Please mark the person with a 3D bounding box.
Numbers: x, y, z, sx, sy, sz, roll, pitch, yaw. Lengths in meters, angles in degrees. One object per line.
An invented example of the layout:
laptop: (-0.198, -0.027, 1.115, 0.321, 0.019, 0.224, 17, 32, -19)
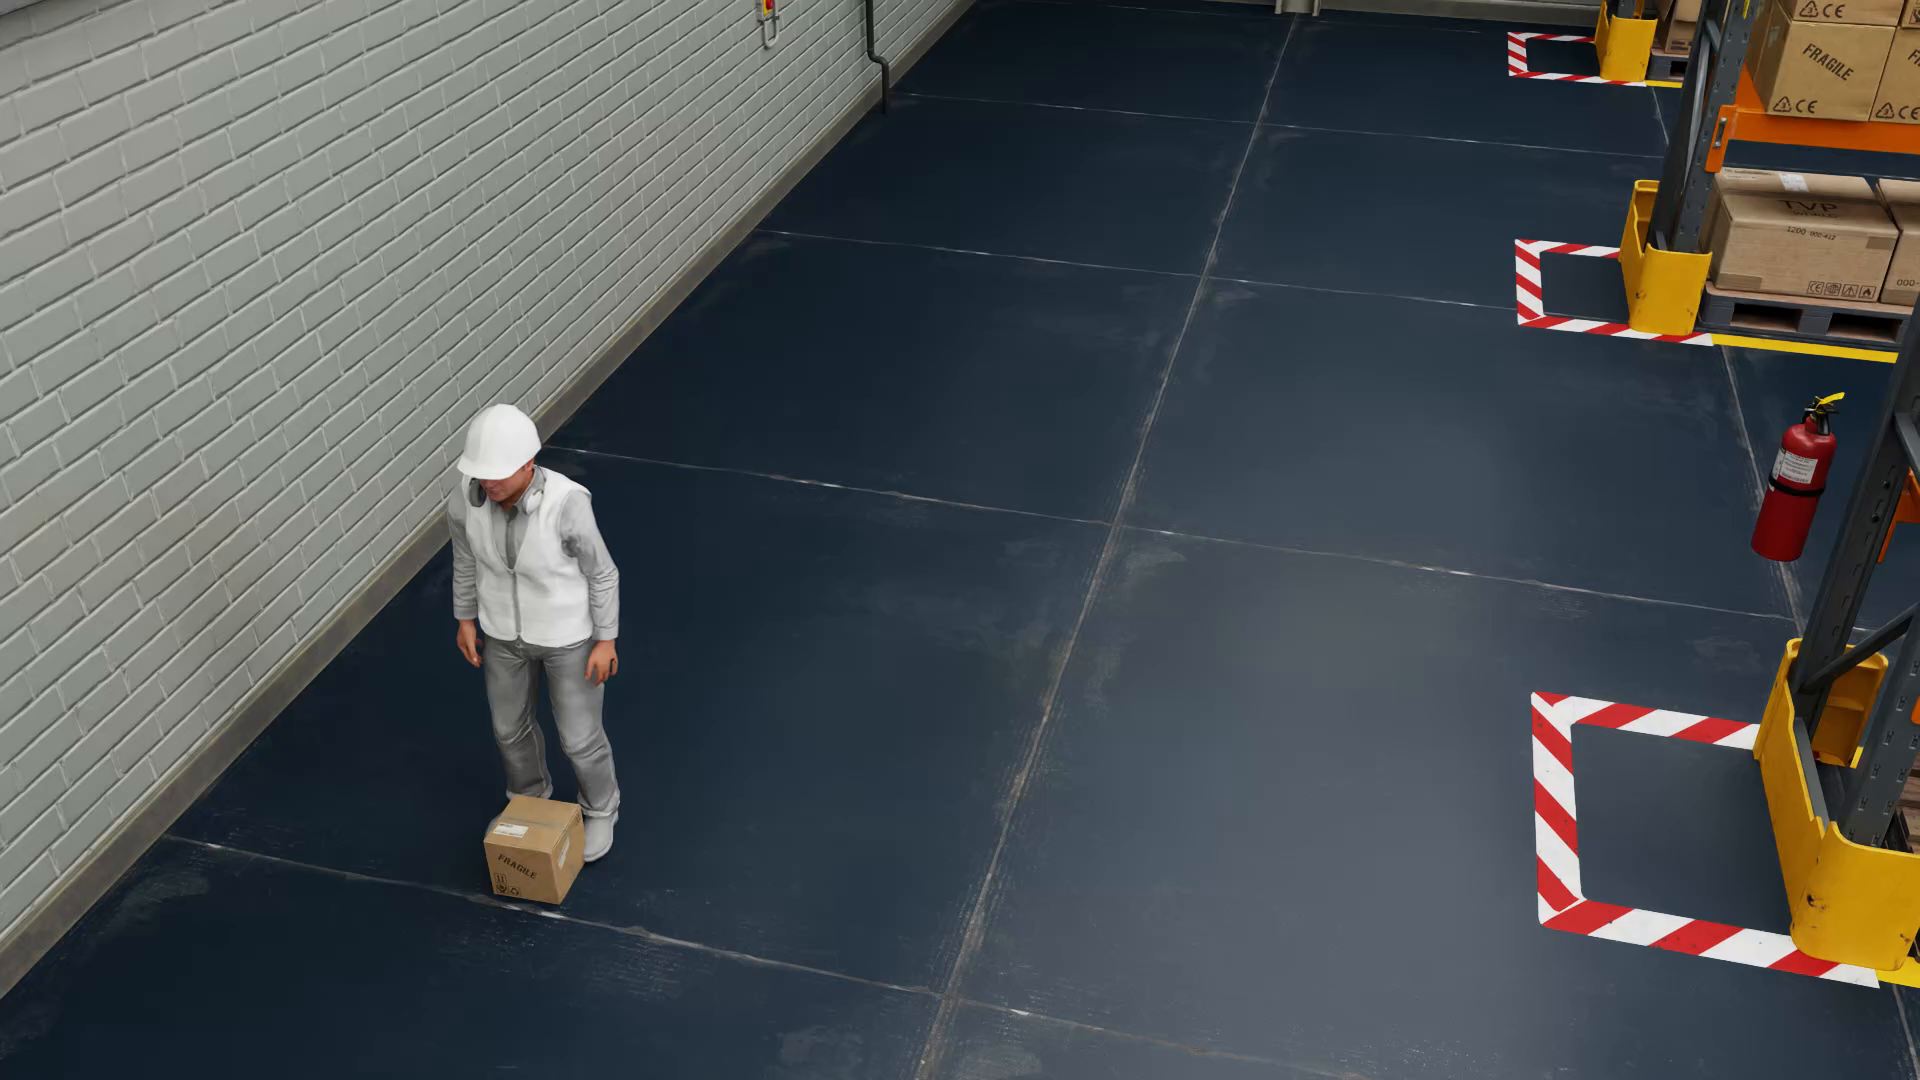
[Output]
person: (-1.426, 0.310, 5.629, 0.586, 1.771, 0.466, 8, 33, 12)
